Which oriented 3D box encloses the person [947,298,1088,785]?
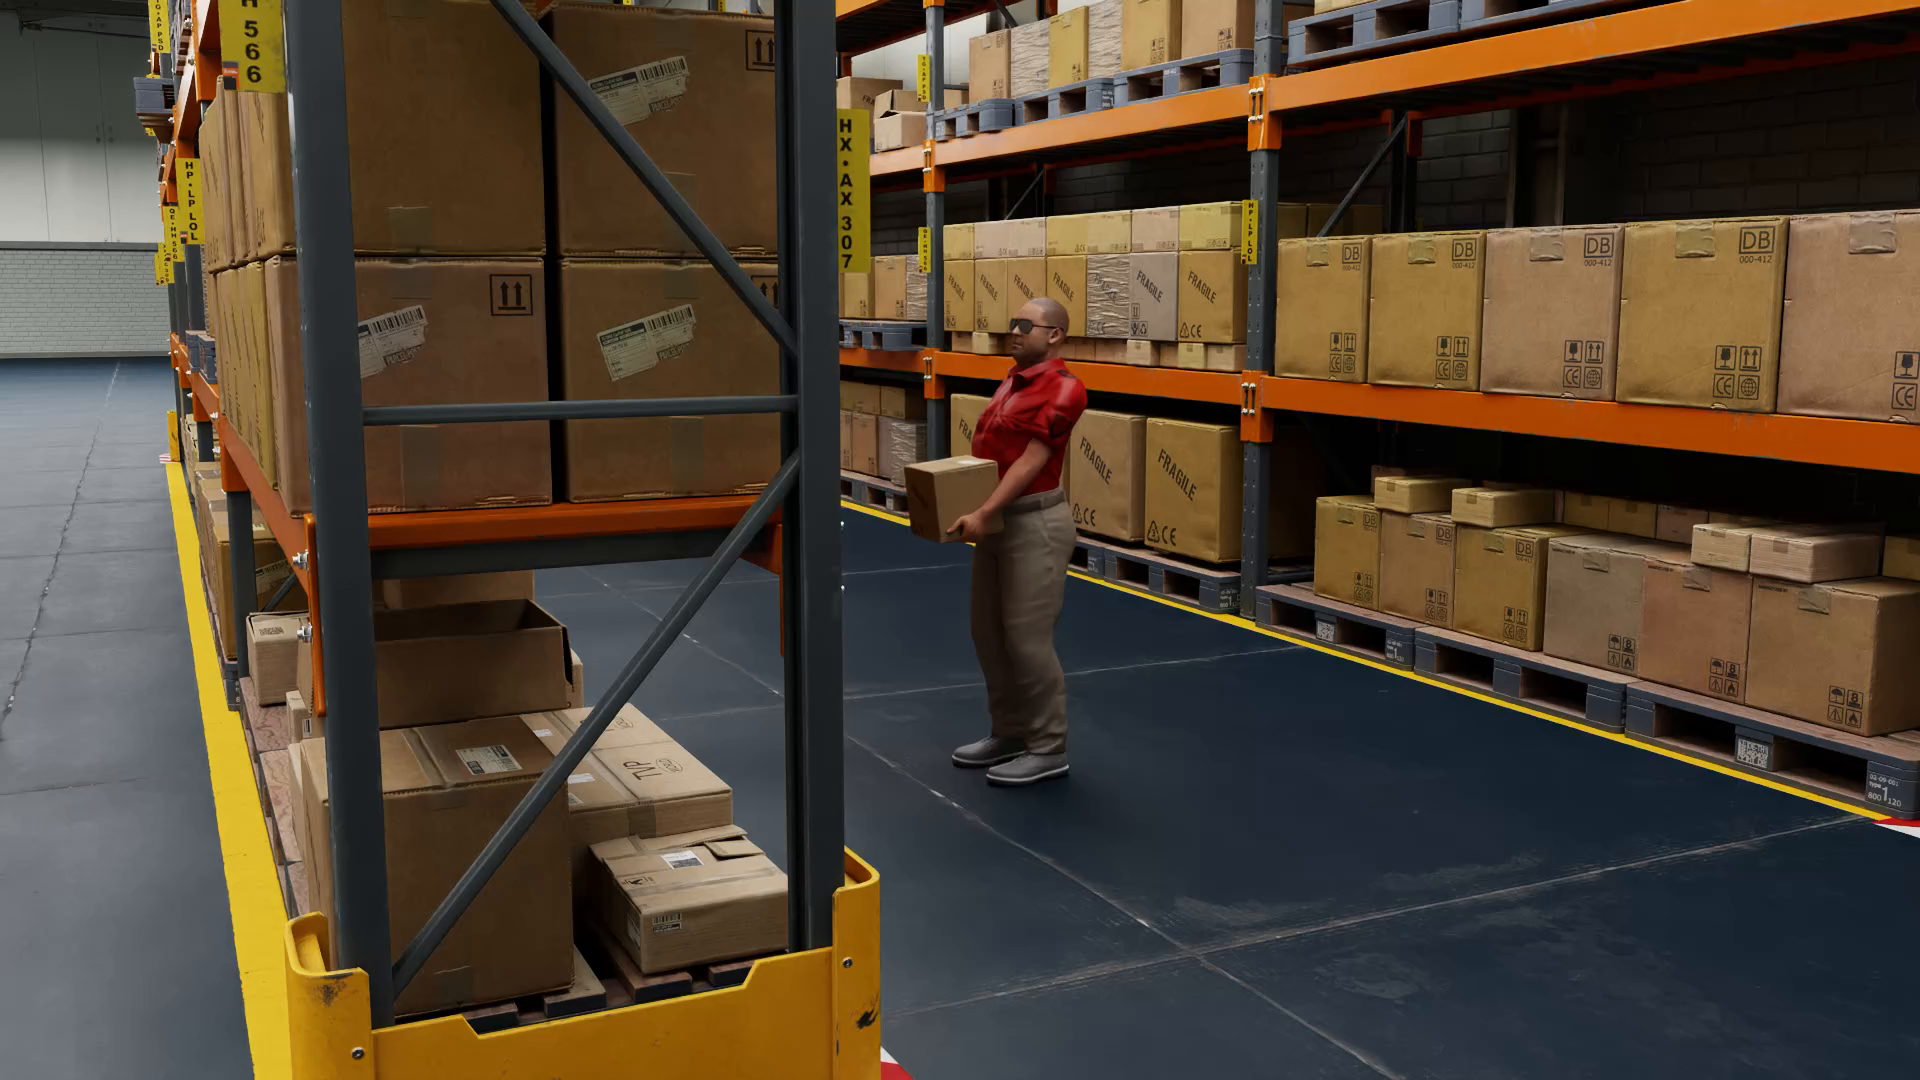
[{"bbox_3d":[0.145,0.000,5.938,0.531,1.713,0.494,-4,9,-25],"label":"person"}]
